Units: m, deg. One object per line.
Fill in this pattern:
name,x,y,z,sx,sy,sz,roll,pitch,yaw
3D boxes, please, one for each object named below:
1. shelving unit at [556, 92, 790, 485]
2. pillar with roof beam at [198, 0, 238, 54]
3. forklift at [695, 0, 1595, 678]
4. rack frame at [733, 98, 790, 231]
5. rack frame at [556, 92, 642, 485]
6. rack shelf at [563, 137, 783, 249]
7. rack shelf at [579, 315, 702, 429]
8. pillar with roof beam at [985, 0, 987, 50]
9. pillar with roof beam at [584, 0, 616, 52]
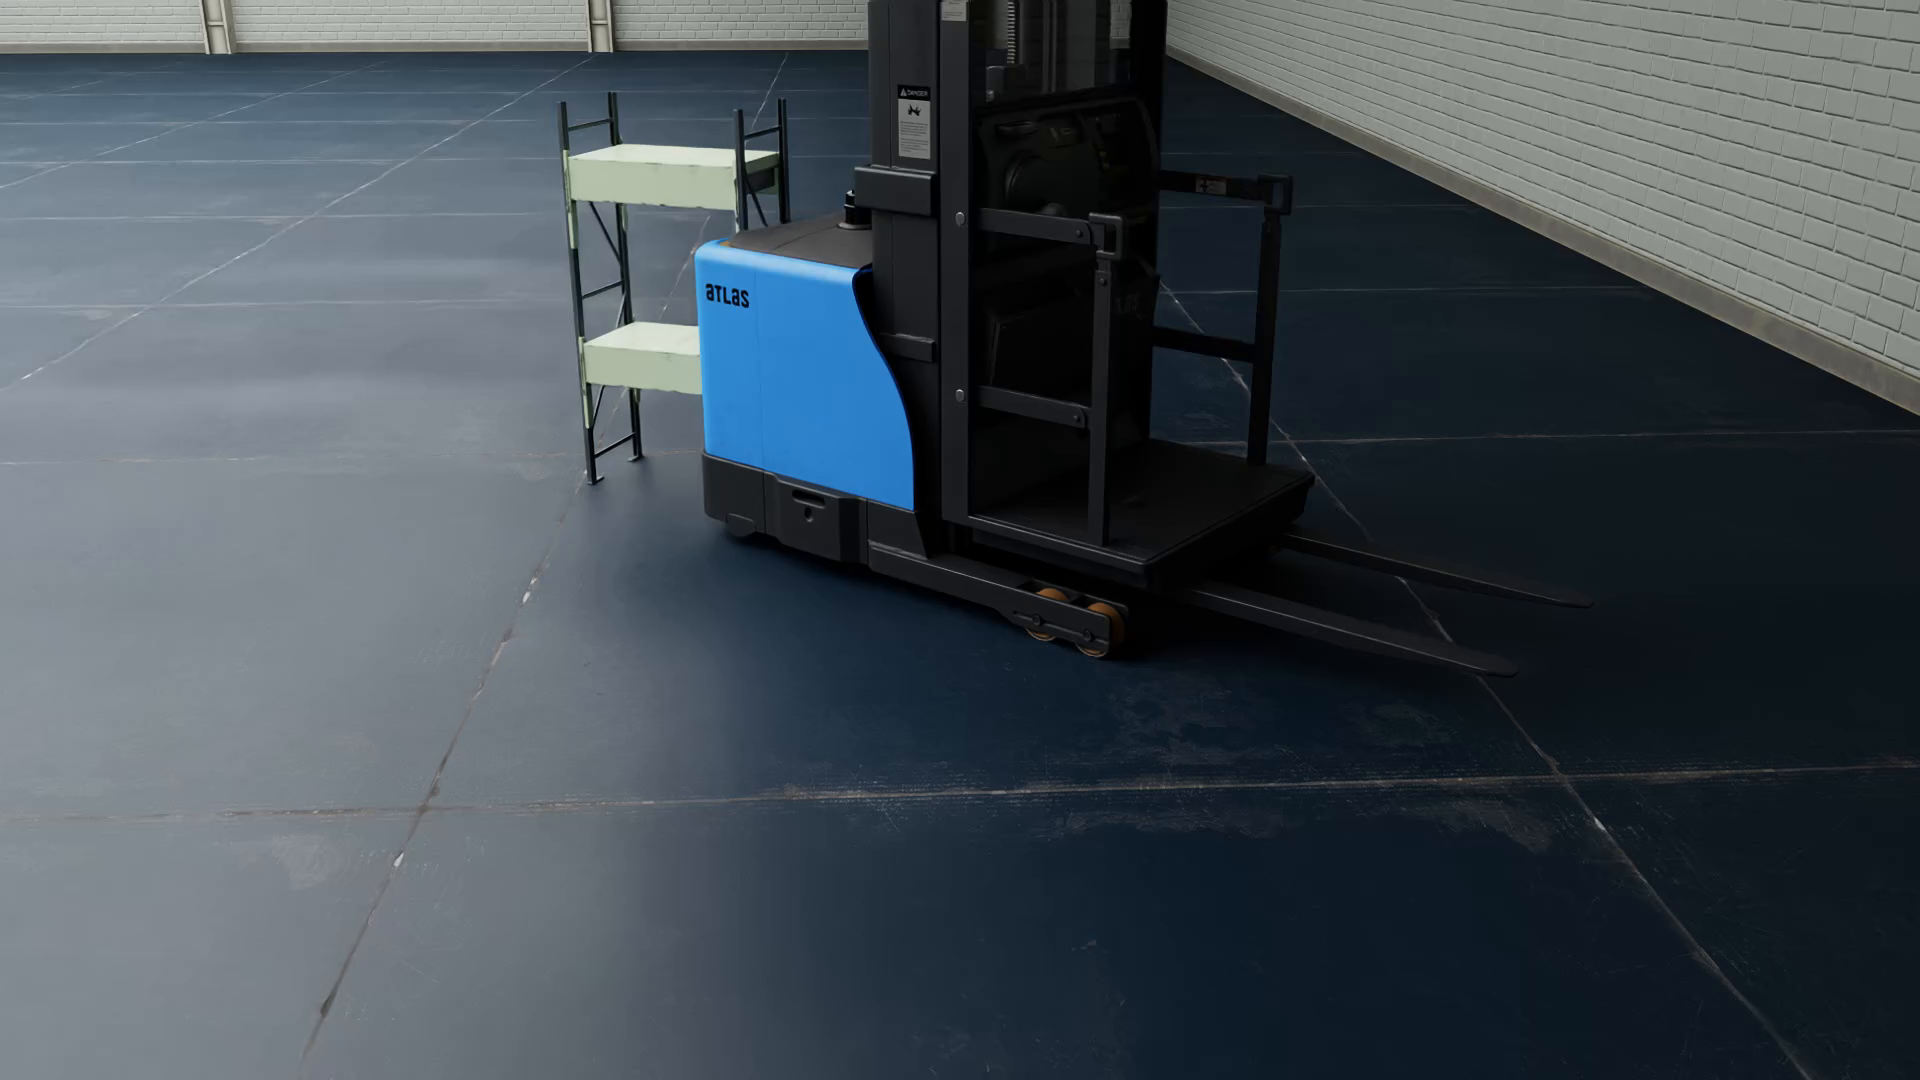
shelving unit,-1.081,-0.949,6.505,0.755,1.500,0.431,7,22,18
pillar with roof beam,-11.515,-10.437,20.887,0.400,9.000,9.100,-1,21,-3
forklift,0.519,-1.218,5.200,3.031,2.935,1.130,16,26,35
rack frame,-0.736,-0.905,6.391,0.023,1.500,0.400,7,22,18
rack frame,-1.426,-0.992,6.619,0.023,1.500,0.400,7,22,18
rack shelf,-1.081,-1.313,6.366,0.720,0.370,0.431,7,22,18
rack shelf,-1.081,-0.644,6.621,0.720,0.370,0.431,7,22,18
pillar with roof beam,0.466,-10.680,21.527,0.400,9.000,9.100,-1,21,-3
pillar with roof beam,-5.524,-10.559,21.207,0.400,9.000,9.100,-1,21,-3
